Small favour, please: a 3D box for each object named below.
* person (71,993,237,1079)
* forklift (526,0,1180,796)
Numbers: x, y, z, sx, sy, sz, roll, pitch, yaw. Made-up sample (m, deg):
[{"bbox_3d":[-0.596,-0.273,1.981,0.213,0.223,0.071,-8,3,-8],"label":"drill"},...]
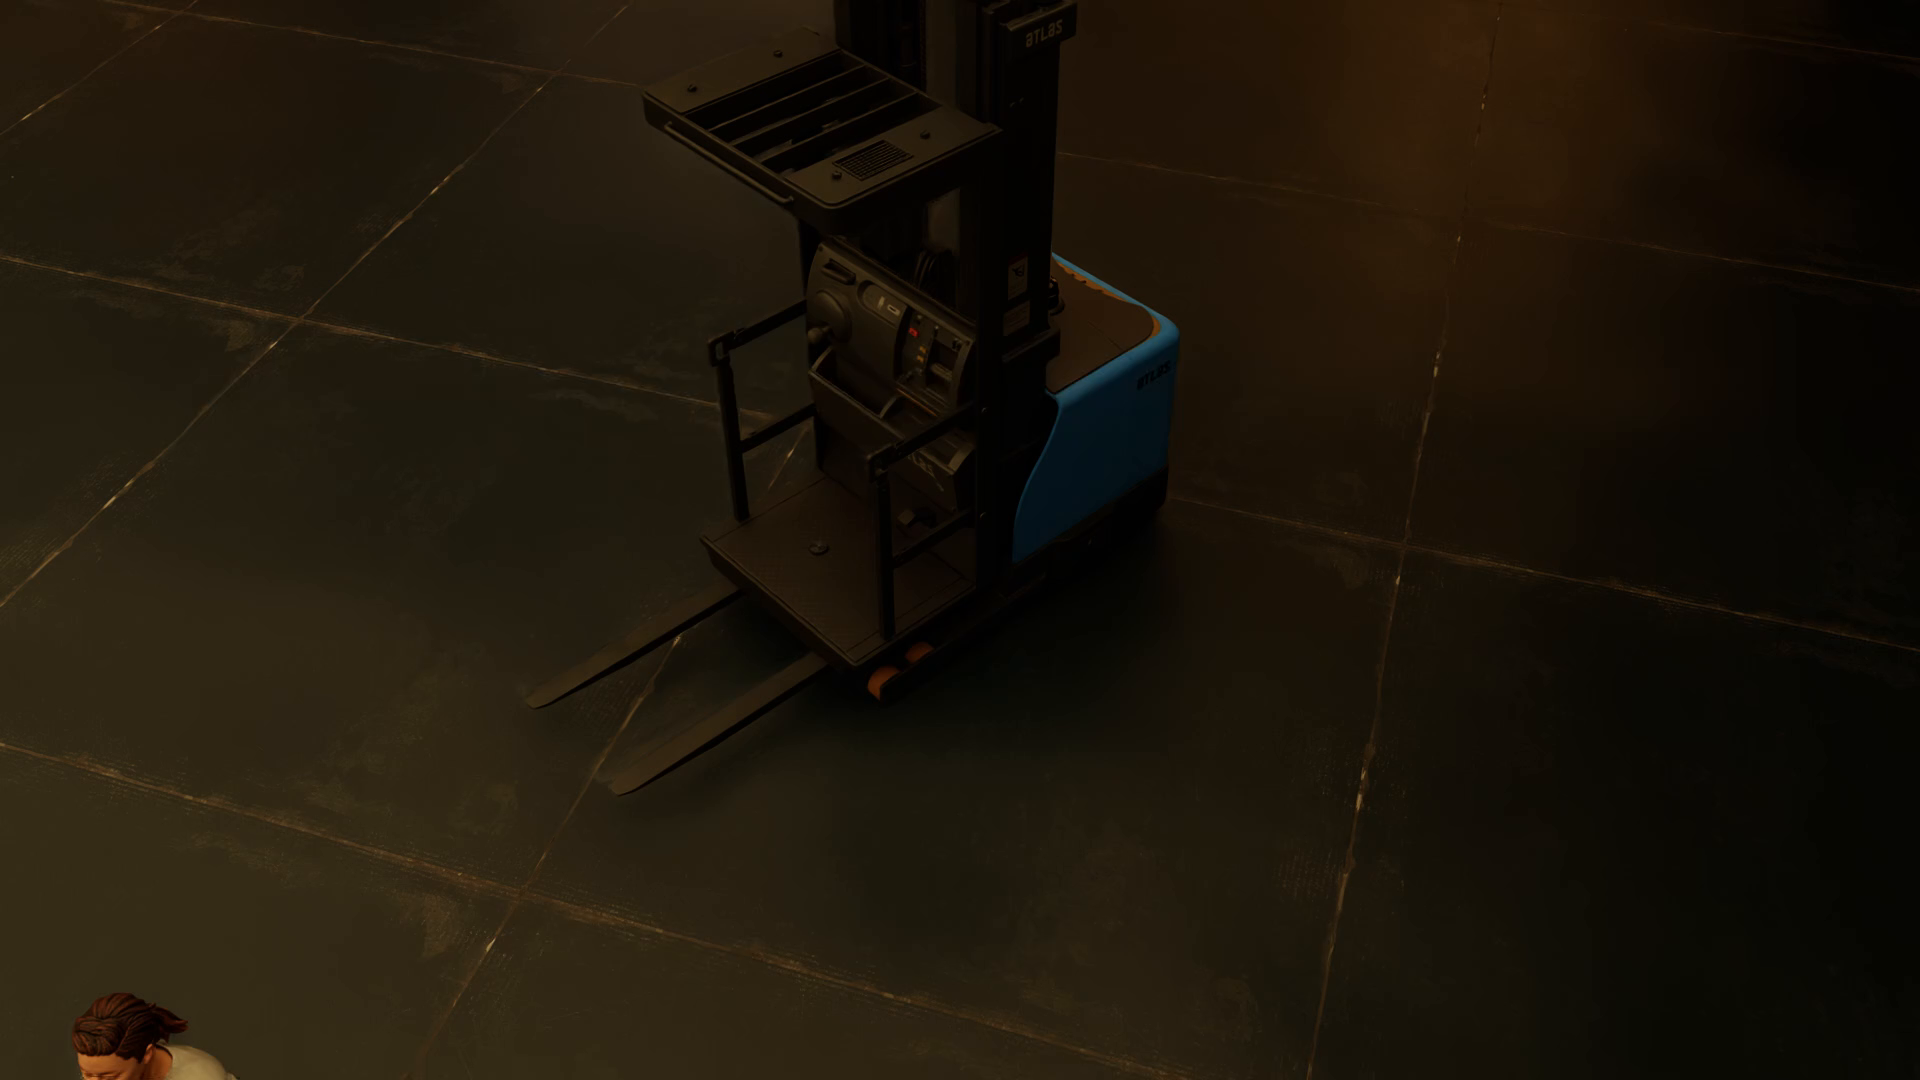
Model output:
[{"bbox_3d":[-2.177,1.850,4.661,0.521,1.698,0.502,11,44,12],"label":"person"},{"bbox_3d":[-0.443,-0.784,6.532,3.031,2.935,1.130,-32,52,-30],"label":"forklift"}]
